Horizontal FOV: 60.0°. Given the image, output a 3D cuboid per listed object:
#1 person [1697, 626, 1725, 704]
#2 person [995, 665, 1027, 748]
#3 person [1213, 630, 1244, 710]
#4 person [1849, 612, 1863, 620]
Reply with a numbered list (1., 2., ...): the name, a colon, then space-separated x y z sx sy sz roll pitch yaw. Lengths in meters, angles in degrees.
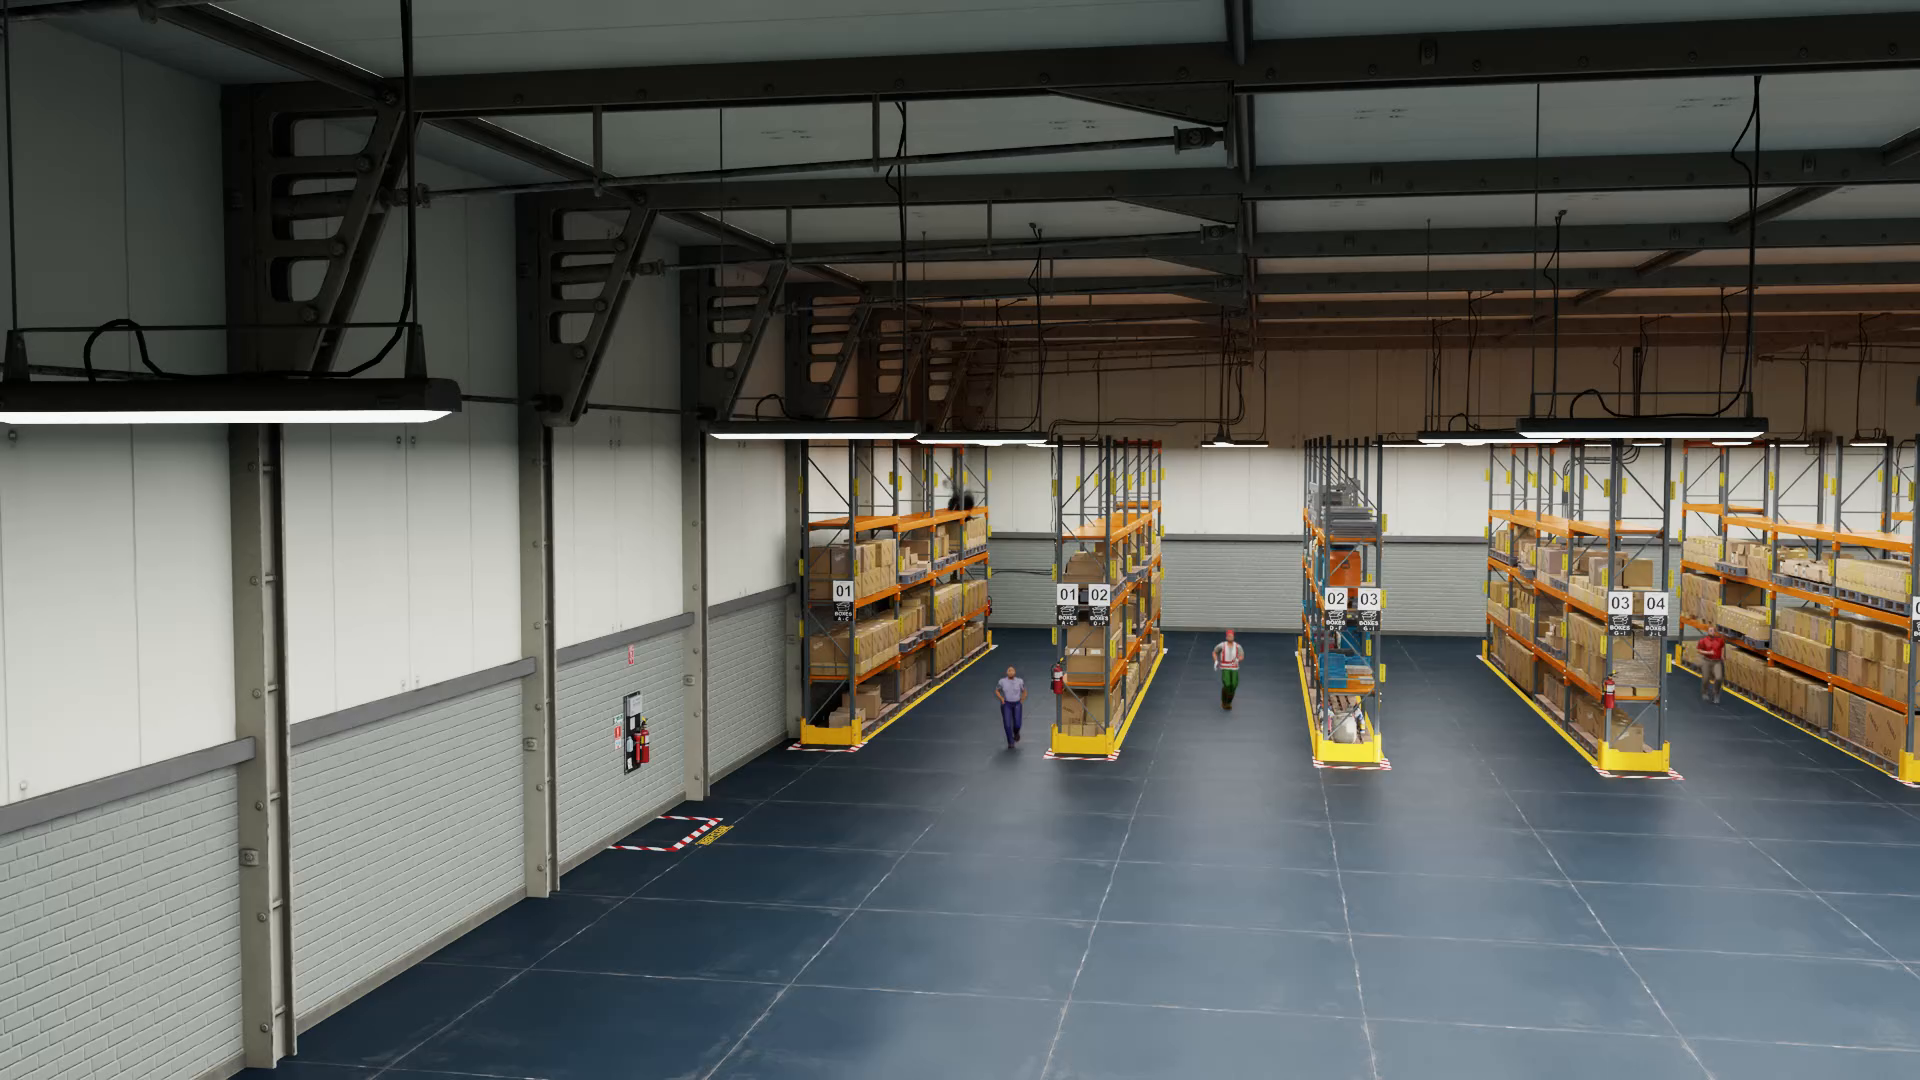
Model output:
1. person: 17.004 2.841 37.608 0.637 1.770 0.736 1 3 11
2. person: 0.978 3.191 31.882 0.612 1.591 0.548 0 3 3
3. person: 5.917 2.852 36.472 0.641 1.754 0.667 0 3 -5
4. person: 24.312 2.426 45.088 0.561 1.715 0.731 1 3 20
